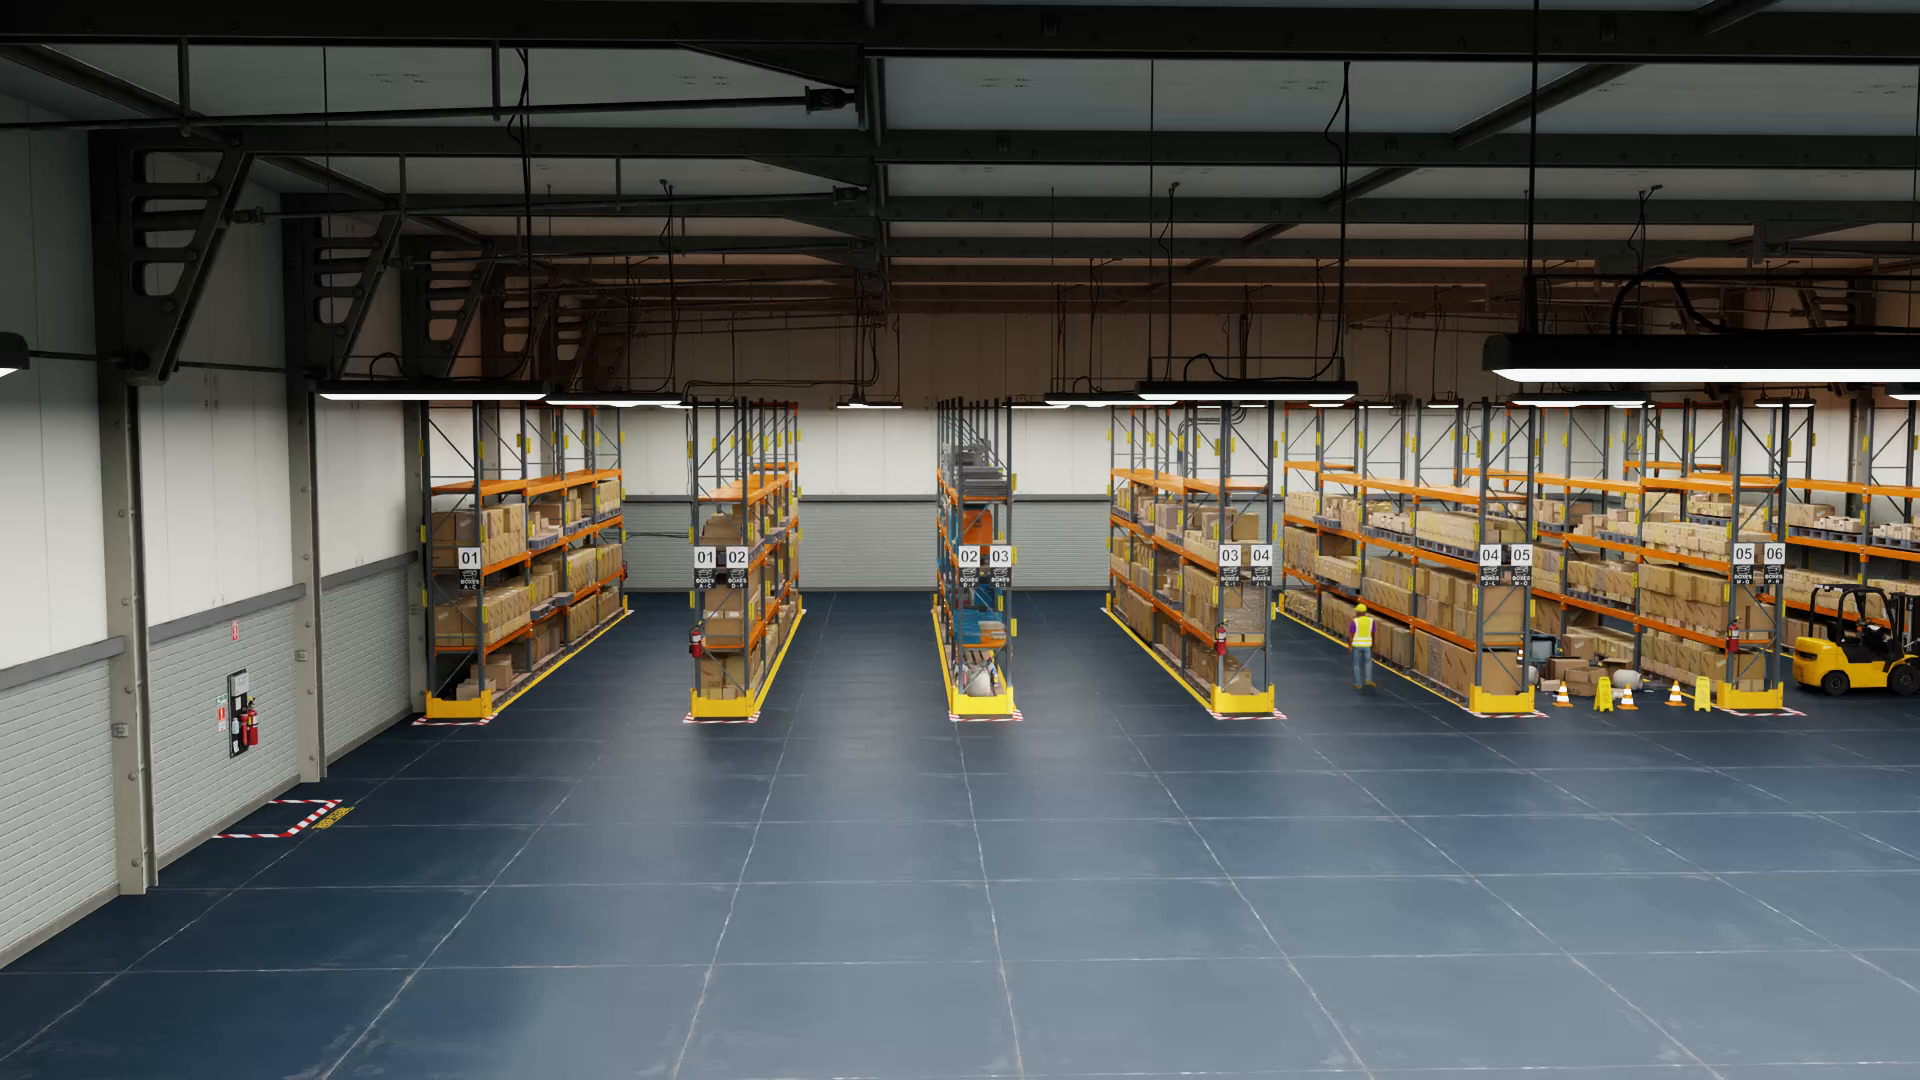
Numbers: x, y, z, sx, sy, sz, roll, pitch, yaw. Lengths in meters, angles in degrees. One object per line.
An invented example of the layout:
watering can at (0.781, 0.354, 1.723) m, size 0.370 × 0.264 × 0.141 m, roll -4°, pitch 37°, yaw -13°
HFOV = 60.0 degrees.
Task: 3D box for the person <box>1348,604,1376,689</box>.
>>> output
person at (8.289, 2.199, 34.317) m, size 0.574 × 1.765 × 0.535 m, roll 0°, pitch 4°, yaw 0°

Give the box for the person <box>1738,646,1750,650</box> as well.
person at (17.079, 2.130, 36.404) m, size 0.513 × 1.575 × 0.696 m, roll -1°, pitch 4°, yaw -11°

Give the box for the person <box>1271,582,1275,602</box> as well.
person at (7.729, 1.595, 42.425) m, size 0.621 × 1.661 × 1.069 m, roll 0°, pitch 4°, yaw 1°

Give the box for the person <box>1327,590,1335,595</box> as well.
person at (10.646, 1.079, 48.866) m, size 1.167 × 1.723 × 0.539 m, roll 1°, pitch 4°, yaw 11°
